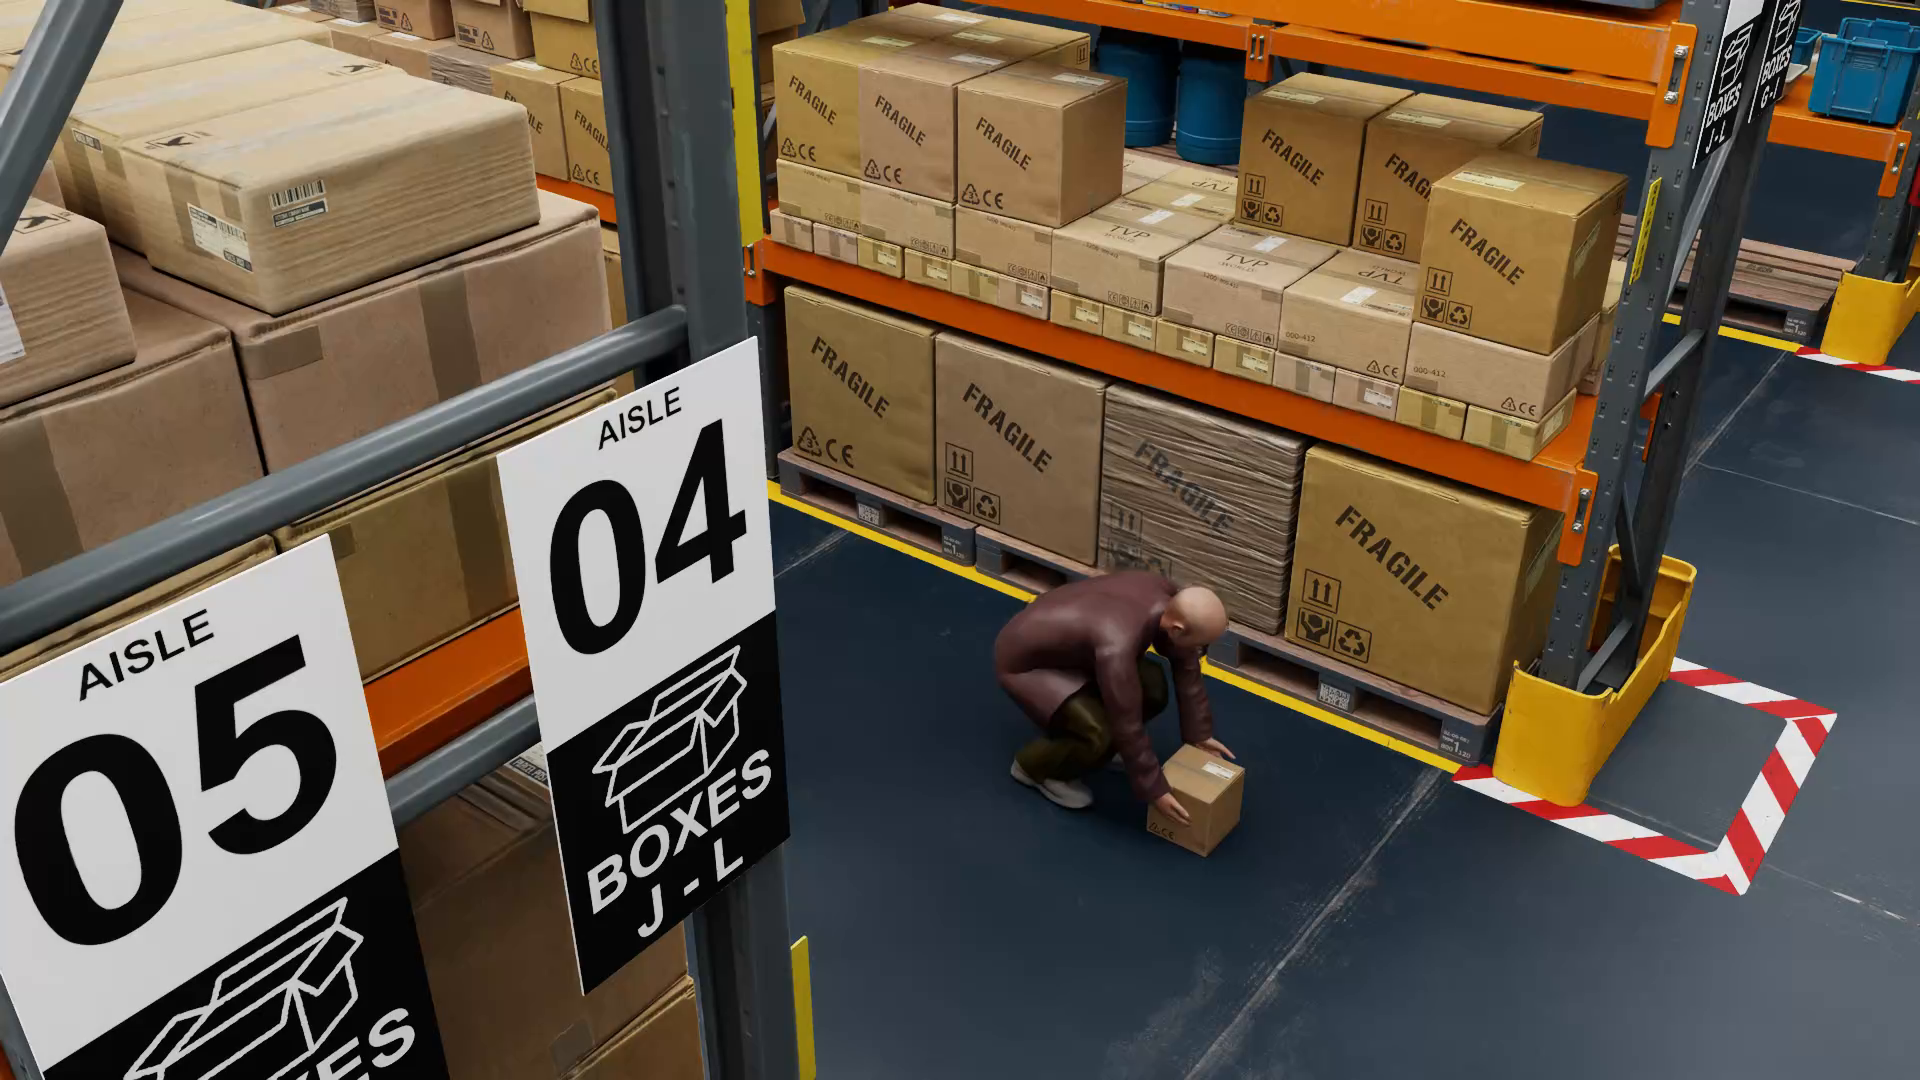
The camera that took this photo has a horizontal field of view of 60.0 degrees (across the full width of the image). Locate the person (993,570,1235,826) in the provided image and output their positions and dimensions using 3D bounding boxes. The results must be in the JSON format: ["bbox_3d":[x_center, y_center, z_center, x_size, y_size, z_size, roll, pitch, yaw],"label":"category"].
[{"bbox_3d":[0.549,0.525,6.083,0.913,0.939,0.607,21,36,31],"label":"person"}]
